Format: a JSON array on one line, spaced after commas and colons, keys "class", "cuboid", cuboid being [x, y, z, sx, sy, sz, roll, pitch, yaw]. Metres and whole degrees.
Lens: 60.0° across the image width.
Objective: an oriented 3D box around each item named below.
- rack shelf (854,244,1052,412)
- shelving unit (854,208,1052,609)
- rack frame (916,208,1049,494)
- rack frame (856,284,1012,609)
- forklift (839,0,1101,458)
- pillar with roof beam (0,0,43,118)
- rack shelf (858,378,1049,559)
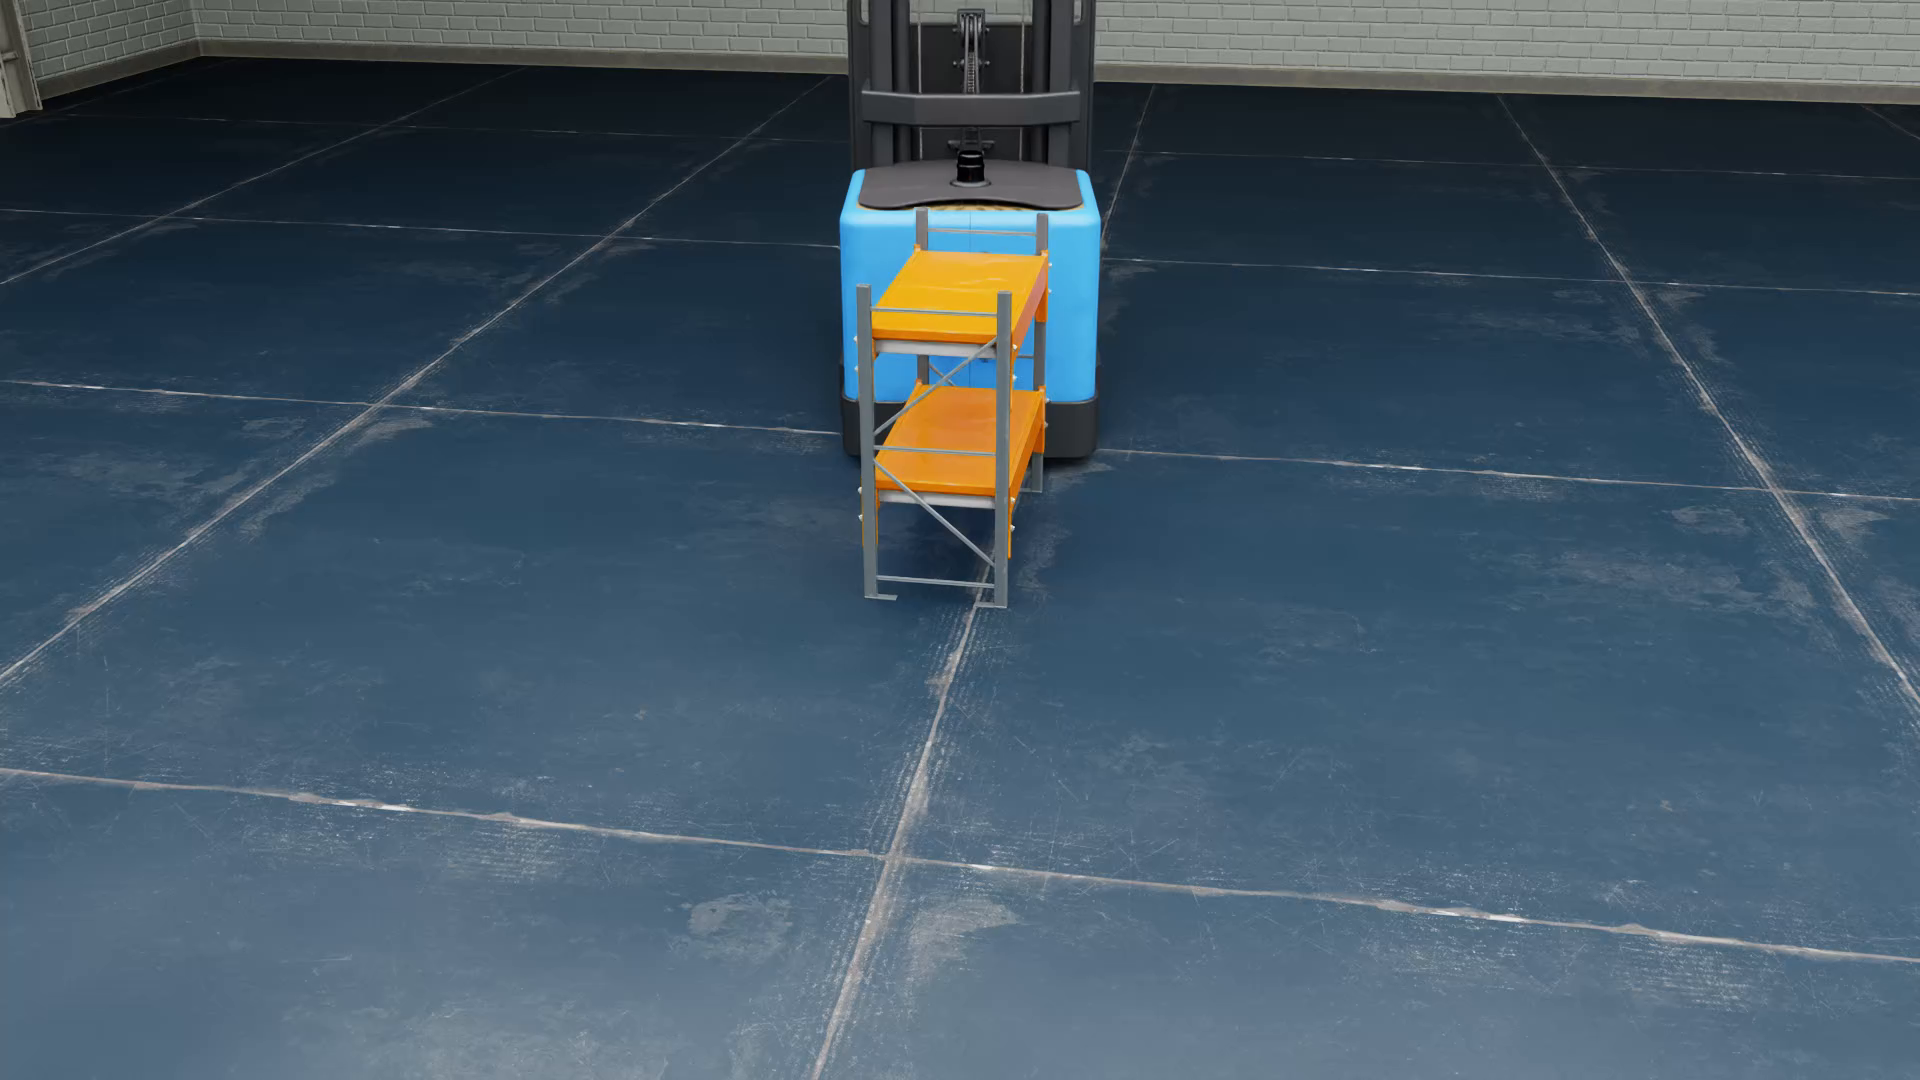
[{"class": "rack shelf", "cuboid": [-0.001, -0.772, 5.881, 0.538, 0.278, 1.000, 4, 25, 9]}, {"class": "shelving unit", "cuboid": [-0.001, -0.507, 6.005, 0.538, 1.125, 1.048, 4, 25, 9]}, {"class": "rack frame", "cuboid": [0.082, -0.719, 6.460, 0.500, 1.125, 0.032, 4, 25, 9]}, {"class": "rack frame", "cuboid": [-0.084, -0.294, 5.551, 0.500, 1.125, 0.032, 4, 25, 9]}, {"class": "forklift", "cuboid": [0.051, -2.241, 7.580, 1.130, 2.935, 3.031, 0, 25, 0]}, {"class": "pillar with roof beam", "cuboid": [-3.660, -7.339, 11.313, 9.100, 9.000, 0.400, 4, 25, 9]}, {"class": "rack shelf", "cuboid": [-0.001, -0.285, 6.109, 0.538, 0.278, 1.000, 4, 25, 9]}]
